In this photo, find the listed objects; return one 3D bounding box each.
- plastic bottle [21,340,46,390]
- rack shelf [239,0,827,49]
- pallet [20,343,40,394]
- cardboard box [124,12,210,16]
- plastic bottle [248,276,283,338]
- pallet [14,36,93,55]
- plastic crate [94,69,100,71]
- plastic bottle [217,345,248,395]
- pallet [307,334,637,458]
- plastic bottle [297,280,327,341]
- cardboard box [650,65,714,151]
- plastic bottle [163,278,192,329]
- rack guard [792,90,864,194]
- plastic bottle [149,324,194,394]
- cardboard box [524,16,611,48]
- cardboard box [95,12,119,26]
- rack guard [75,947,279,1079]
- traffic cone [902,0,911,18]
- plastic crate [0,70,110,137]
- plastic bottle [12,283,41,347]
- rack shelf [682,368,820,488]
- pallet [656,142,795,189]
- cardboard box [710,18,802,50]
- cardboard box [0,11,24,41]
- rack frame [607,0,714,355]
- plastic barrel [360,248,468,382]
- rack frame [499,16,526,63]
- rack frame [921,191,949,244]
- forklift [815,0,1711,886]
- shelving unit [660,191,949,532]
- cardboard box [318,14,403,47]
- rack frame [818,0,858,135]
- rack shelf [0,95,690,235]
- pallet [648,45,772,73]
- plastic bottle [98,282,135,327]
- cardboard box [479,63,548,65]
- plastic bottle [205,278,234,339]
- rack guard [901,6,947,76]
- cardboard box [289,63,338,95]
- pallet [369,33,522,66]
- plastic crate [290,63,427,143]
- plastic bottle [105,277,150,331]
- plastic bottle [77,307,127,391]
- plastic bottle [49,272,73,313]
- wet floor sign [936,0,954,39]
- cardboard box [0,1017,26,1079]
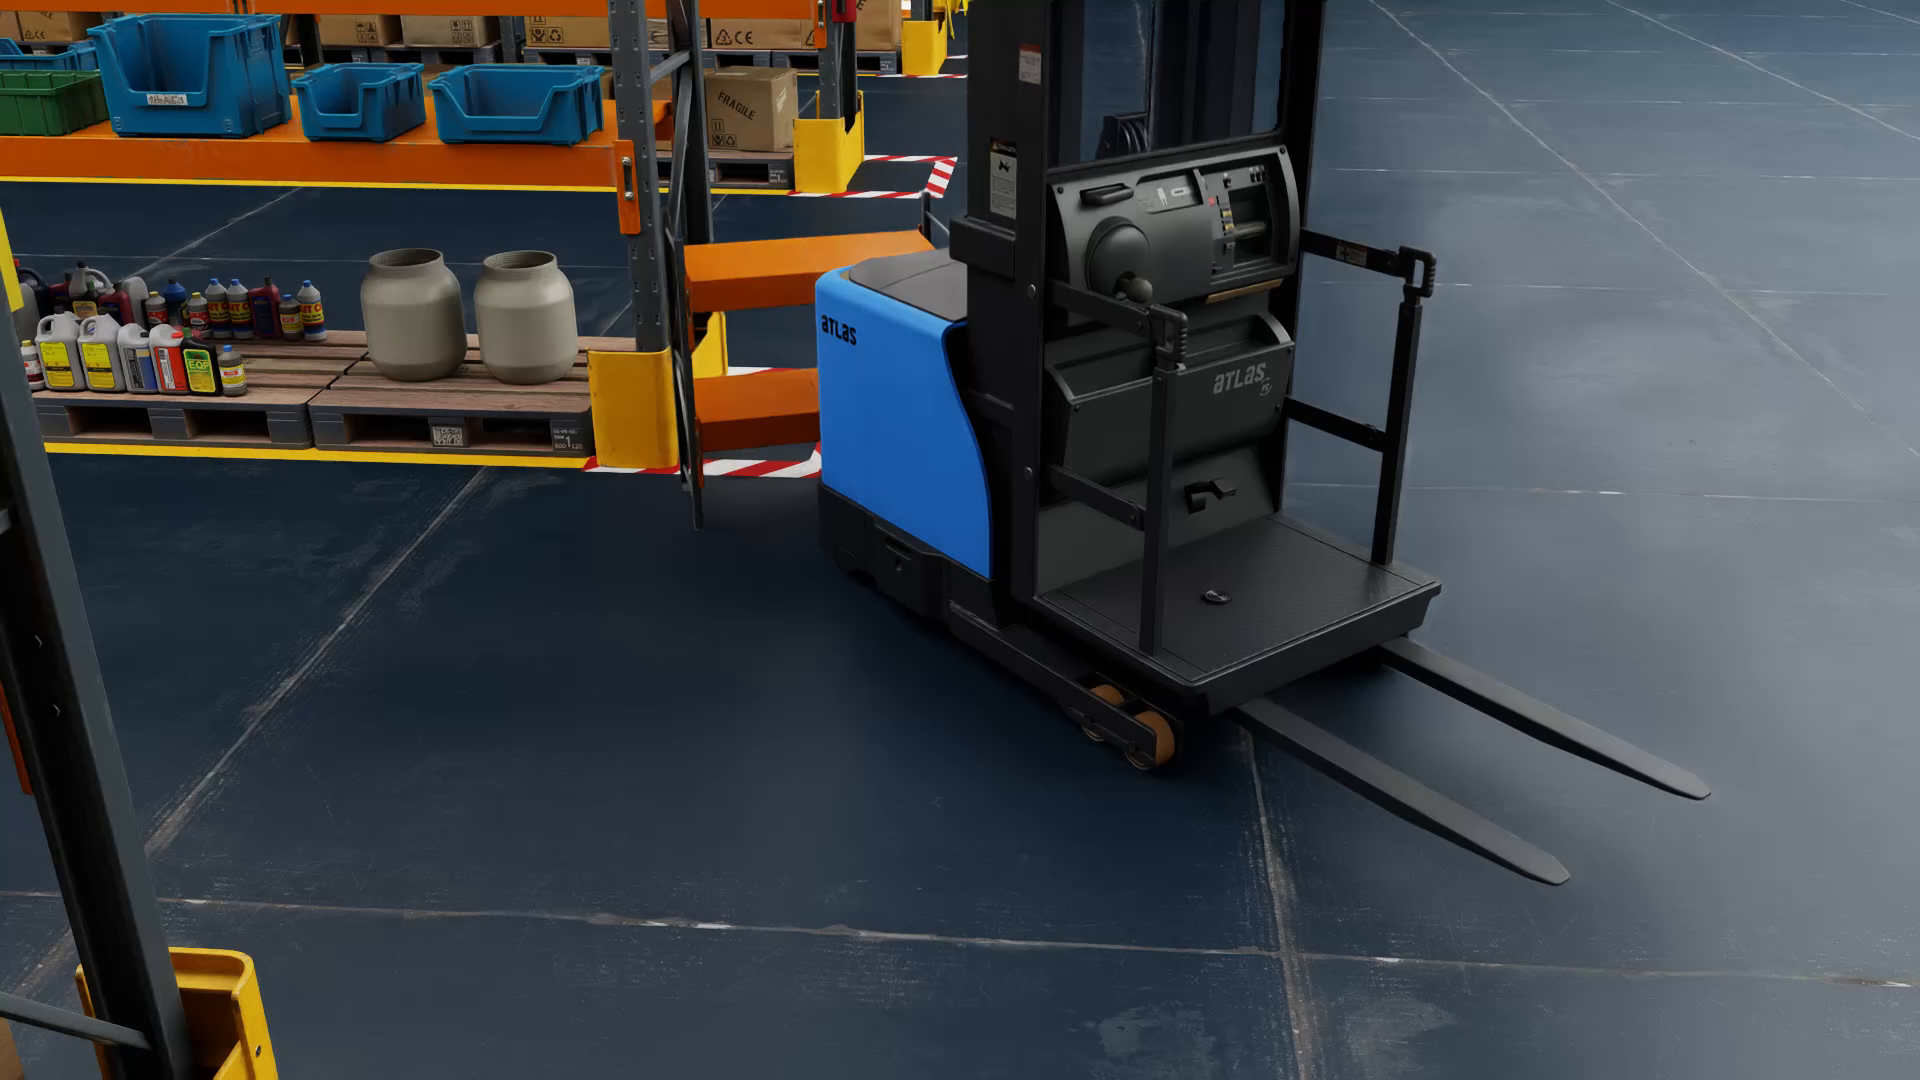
[{"bbox_3d":[-3.975,-0.754,7.121,0.097,0.201,0.097,0,25,0],"label":"plastic bottle"},{"bbox_3d":[-2.844,-3.722,11.611,4.000,0.370,1.077,2,25,4],"label":"rack shelf"},{"bbox_3d":[-4.551,-0.743,7.612,1.213,0.211,1.003,2,25,4],"label":"pallet"},{"bbox_3d":[-7.745,-5.417,16.622,0.750,0.750,1.050,2,25,3],"label":"cardboard box"},{"bbox_3d":[-3.237,-1.089,7.752,0.133,0.283,0.061,2,25,5],"label":"plastic bottle"},{"bbox_3d":[-9.125,-5.064,17.002,1.213,0.211,1.003,2,25,4],"label":"pallet"},{"bbox_3d":[-3.579,-1.982,7.285,0.437,0.136,0.530,2,25,4],"label":"plastic crate"},{"bbox_3d":[-3.094,-0.725,7.059,0.097,0.201,0.097,0,25,0],"label":"plastic bottle"},{"bbox_3d":[-2.118,-0.665,7.442,1.213,0.211,1.003,2,25,4],"label":"pallet"},{"bbox_3d":[-3.013,-1.069,7.722,0.097,0.271,0.097,0,25,0],"label":"plastic bottle"},{"bbox_3d":[-2.070,-3.072,11.826,0.500,0.500,0.500,8,26,18],"label":"cardboard box"},{"bbox_3d":[-3.656,-1.090,7.767,0.097,0.271,0.097,0,25,0],"label":"plastic bottle"},{"bbox_3d":[-0.925,-2.852,11.850,0.348,0.500,1.175,2,25,4],"label":"rack guard"},{"bbox_3d":[-3.343,-0.779,7.086,0.135,0.276,0.152,2,25,4],"label":"plastic bottle"},{"bbox_3d":[-3.736,-5.353,16.335,0.875,0.875,0.875,2,25,5],"label":"cardboard box"},{"bbox_3d":[-9.031,-5.489,17.079,0.500,0.500,0.500,1,25,2],"label":"cardboard box"},{"bbox_3d":[-1.588,1.280,2.870,0.348,0.500,1.175,2,25,4],"label":"rack guard"},{"bbox_3d":[-0.618,-6.439,19.690,0.334,0.463,0.336,2,25,4],"label":"traffic cone"},{"bbox_3d":[-3.885,-1.791,6.808,0.662,0.188,0.450,2,25,4],"label":"plastic crate"},{"bbox_3d":[-4.348,-1.042,7.658,0.135,0.276,0.152,2,25,4],"label":"plastic bottle"},{"bbox_3d":[-0.564,-0.479,6.530,1.000,0.278,0.538,-6,25,-14],"label":"rack shelf"},{"bbox_3d":[-1.733,-2.761,11.998,1.213,0.211,1.003,2,25,4],"label":"pallet"},{"bbox_3d":[-1.928,-5.296,16.210,0.875,0.875,0.875,1,25,3],"label":"cardboard box"},{"bbox_3d":[-9.539,-5.290,16.647,0.500,0.500,0.500,3,25,6],"label":"cardboard box"},{"bbox_3d":[-1.229,-1.921,6.836,0.127,3.000,1.000,2,25,4],"label":"rack frame"},{"bbox_3d":[-2.391,-0.986,7.279,0.421,0.512,0.421,0,25,0],"label":"plastic barrel"},{"bbox_3d":[-4.357,-6.177,16.086,0.127,3.000,1.000,2,25,4],"label":"rack frame"},{"bbox_3d":[-0.073,-0.757,6.549,0.032,1.125,0.500,-6,25,-14],"label":"rack frame"},{"bbox_3d":[0.773,-0.901,4.701,1.130,2.935,3.031,-17,30,-33],"label":"forklift"},{"bbox_3d":[-0.564,-0.701,6.428,1.048,1.125,0.538,-6,25,-14],"label":"shelving unit"},{"bbox_3d":[-5.945,-5.361,16.500,0.750,0.750,1.050,2,25,4],"label":"cardboard box"},{"bbox_3d":[-0.850,-3.985,11.322,0.127,3.000,1.000,2,25,4],"label":"rack frame"},{"bbox_3d":[-3.223,-1.658,7.125,4.000,0.370,1.077,2,25,4],"label":"rack shelf"},{"bbox_3d":[-2.385,-4.815,16.462,1.213,0.211,1.003,2,25,4],"label":"pallet"},{"bbox_3d":[-3.885,-1.046,7.659,0.133,0.283,0.061,2,25,4],"label":"plastic bottle"},{"bbox_3d":[-3.245,-3.136,11.966,0.500,0.500,0.500,0,25,-1],"label":"cardboard box"},{"bbox_3d":[-3.454,-1.083,7.753,0.097,0.271,0.097,0,25,0],"label":"plastic bottle"},{"bbox_3d":[-0.345,-4.913,16.328,0.348,0.500,1.175,2,25,4],"label":"rack guard"},{"bbox_3d":[-4.442,-3.139,11.971,0.500,0.500,0.500,1,25,2],"label":"cardboard box"},{"bbox_3d":[-5.133,-4.903,16.654,1.213,0.211,1.003,2,25,4],"label":"pallet"},{"bbox_3d":[-2.398,-1.768,6.681,0.408,0.251,0.499,2,25,4],"label":"plastic crate"},{"bbox_3d":[-3.878,-1.087,7.757,0.135,0.276,0.152,2,25,5],"label":"plastic bottle"},{"bbox_3d":[-3.646,-0.821,7.088,0.185,0.351,0.144,3,25,6],"label":"plastic bottle"},{"bbox_3d":[-4.196,-1.120,7.819,0.133,0.283,0.061,3,25,8],"label":"plastic bottle"},{"bbox_3d":[-0.189,-5.804,18.091,0.232,0.644,0.267,-2,25,-5],"label":"wet floor sign"},{"bbox_3d":[-2.129,1.092,3.075,0.500,0.250,0.500,2,25,4],"label":"cardboard box"}]
